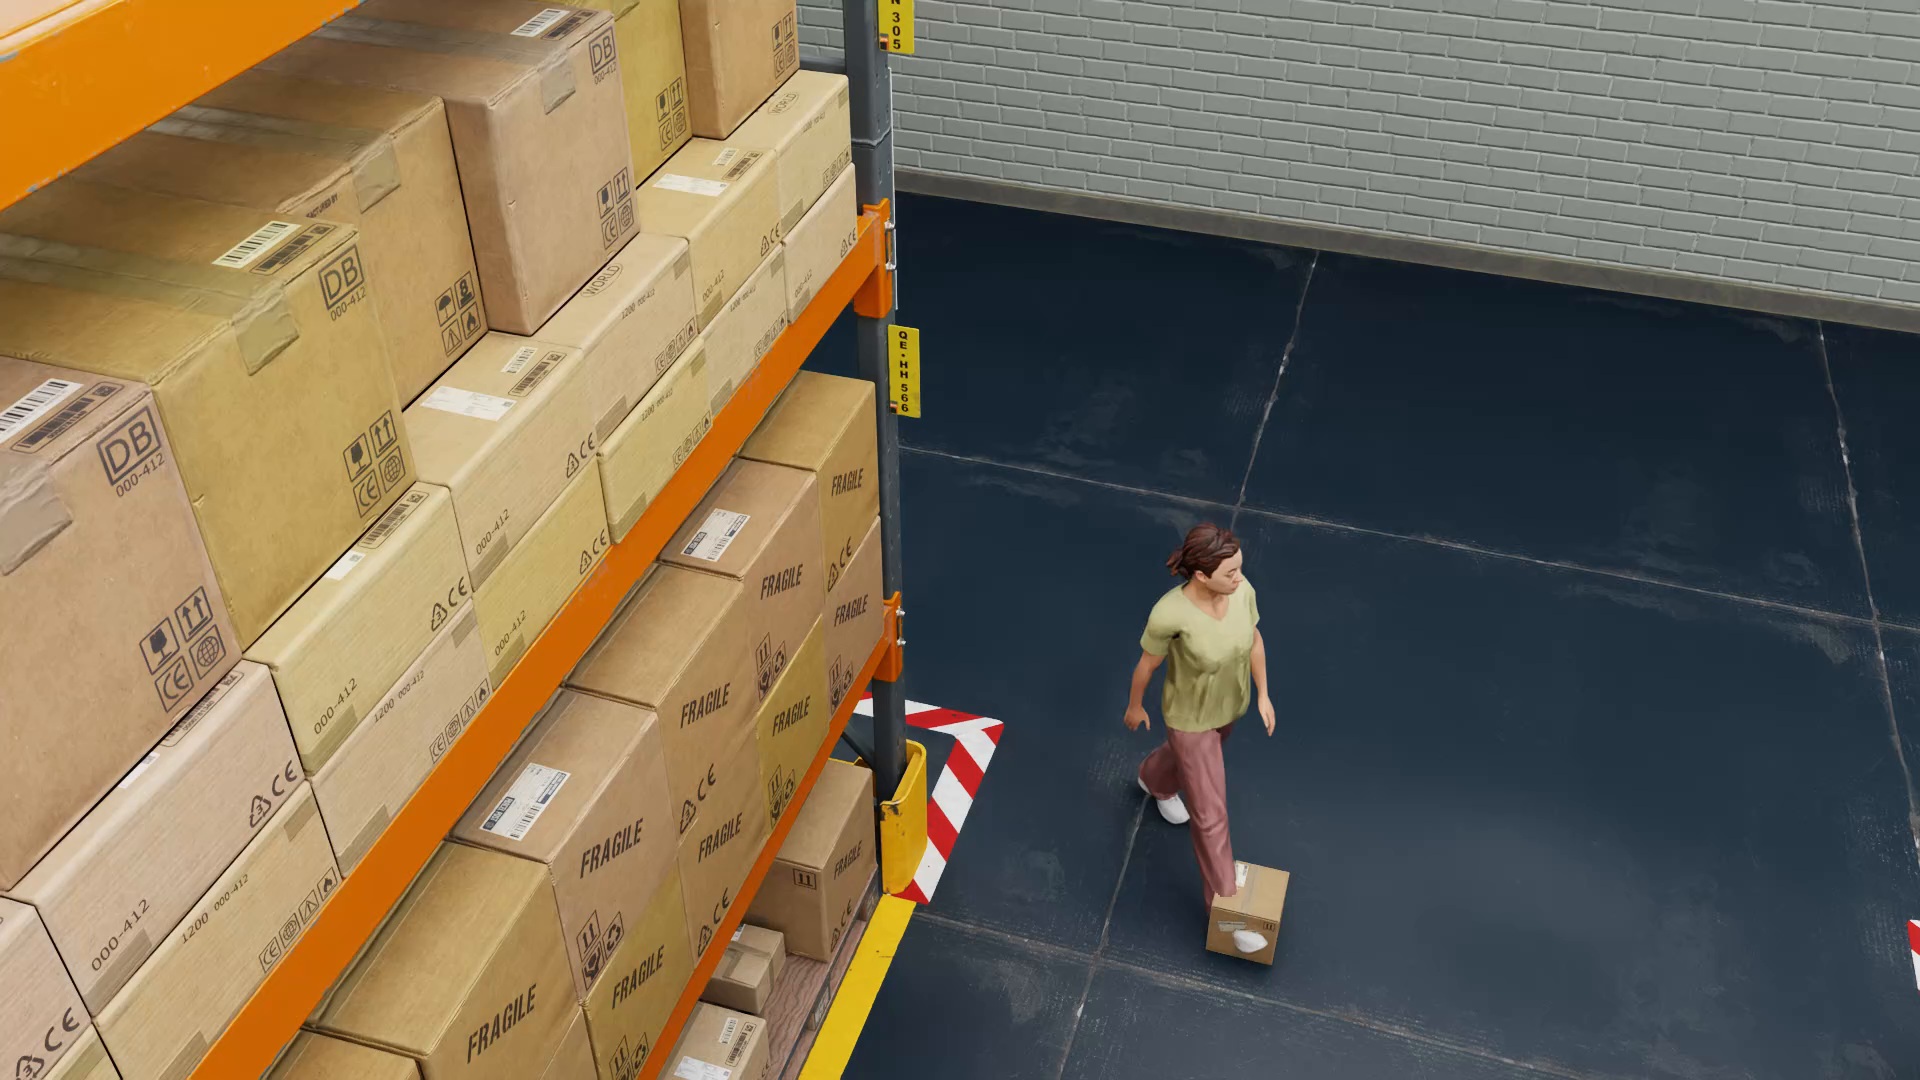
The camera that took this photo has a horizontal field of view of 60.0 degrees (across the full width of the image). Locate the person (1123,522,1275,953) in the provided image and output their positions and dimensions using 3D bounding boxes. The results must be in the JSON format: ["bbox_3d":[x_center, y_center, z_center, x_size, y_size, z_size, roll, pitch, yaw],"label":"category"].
[{"bbox_3d":[0.948,0.649,6.054,0.468,1.611,1.015,-22,42,-26],"label":"person"}]
